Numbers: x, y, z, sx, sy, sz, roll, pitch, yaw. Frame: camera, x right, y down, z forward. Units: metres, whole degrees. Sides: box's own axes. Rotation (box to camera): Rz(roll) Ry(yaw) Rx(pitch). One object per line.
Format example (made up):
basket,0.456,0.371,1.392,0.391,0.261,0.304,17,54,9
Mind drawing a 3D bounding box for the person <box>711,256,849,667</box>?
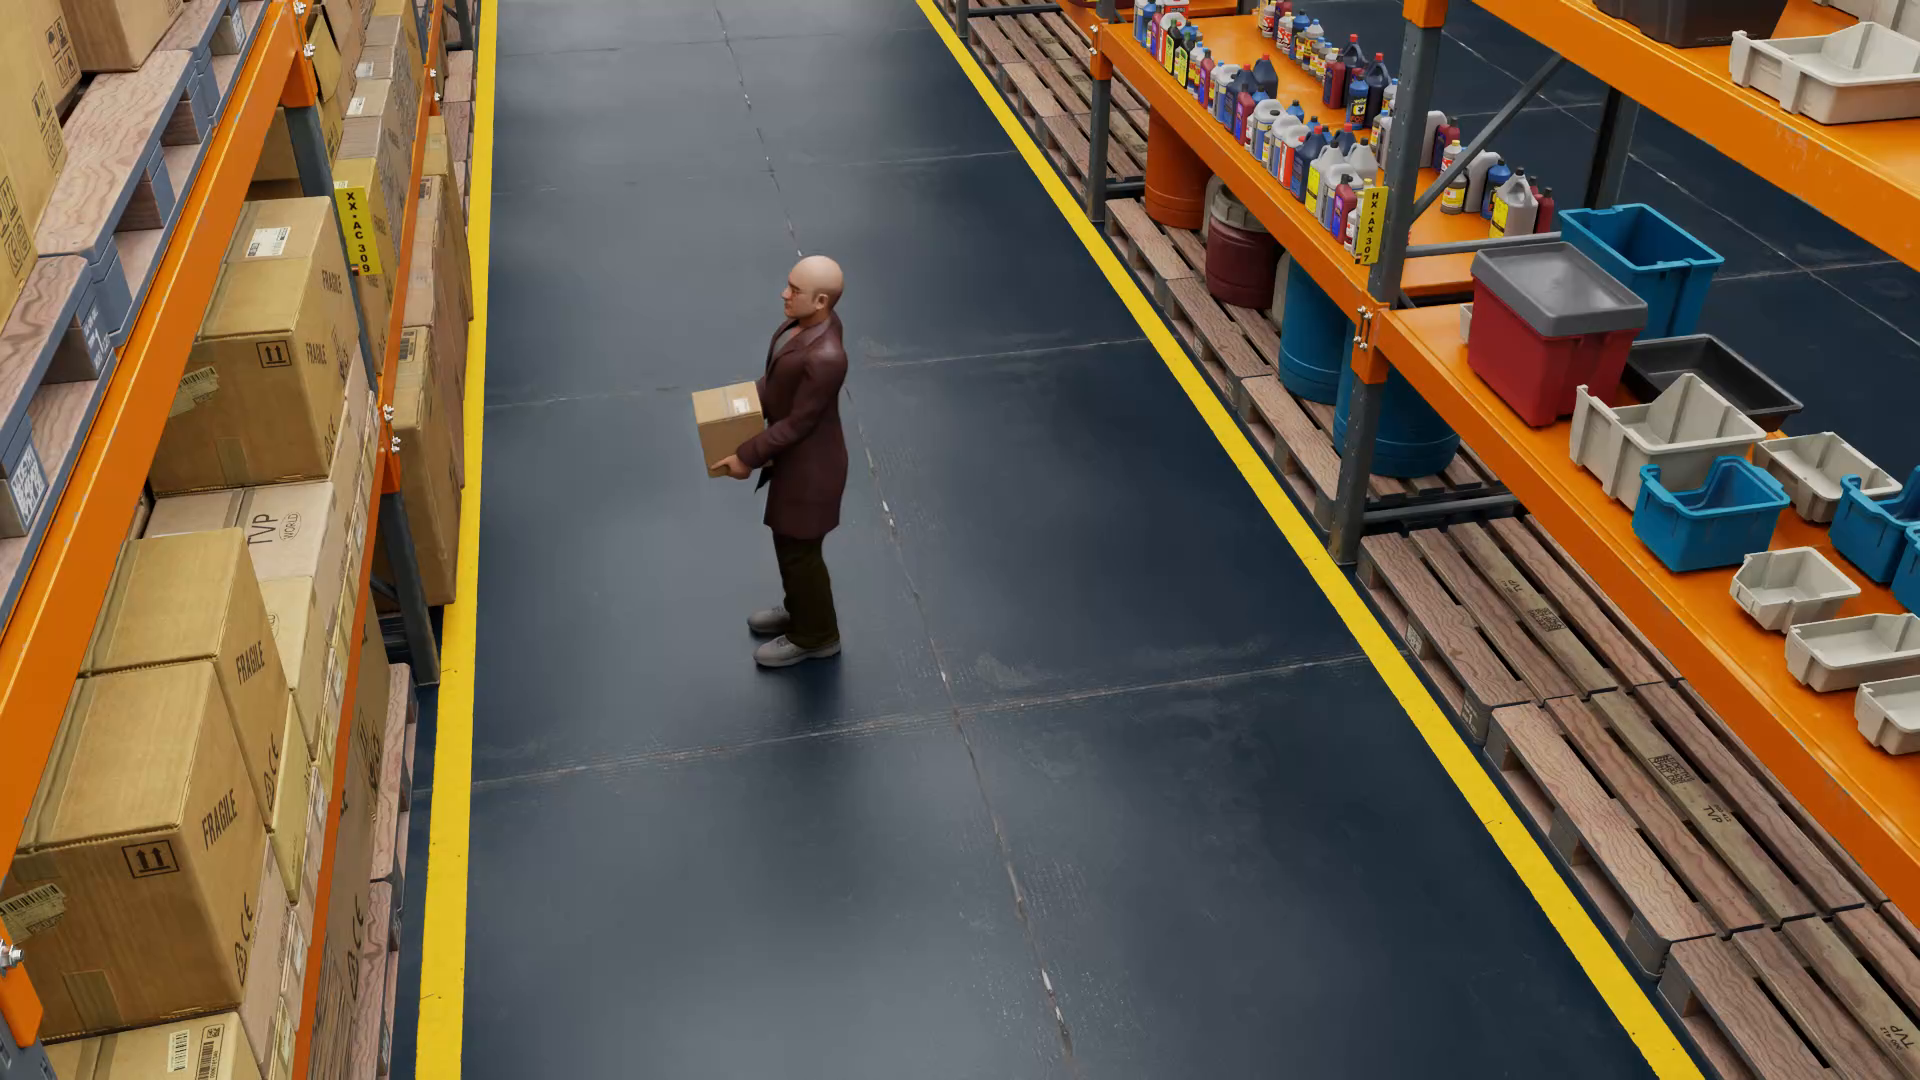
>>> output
person,-0.709,-0.293,6.597,0.563,1.769,0.527,-7,35,-10
